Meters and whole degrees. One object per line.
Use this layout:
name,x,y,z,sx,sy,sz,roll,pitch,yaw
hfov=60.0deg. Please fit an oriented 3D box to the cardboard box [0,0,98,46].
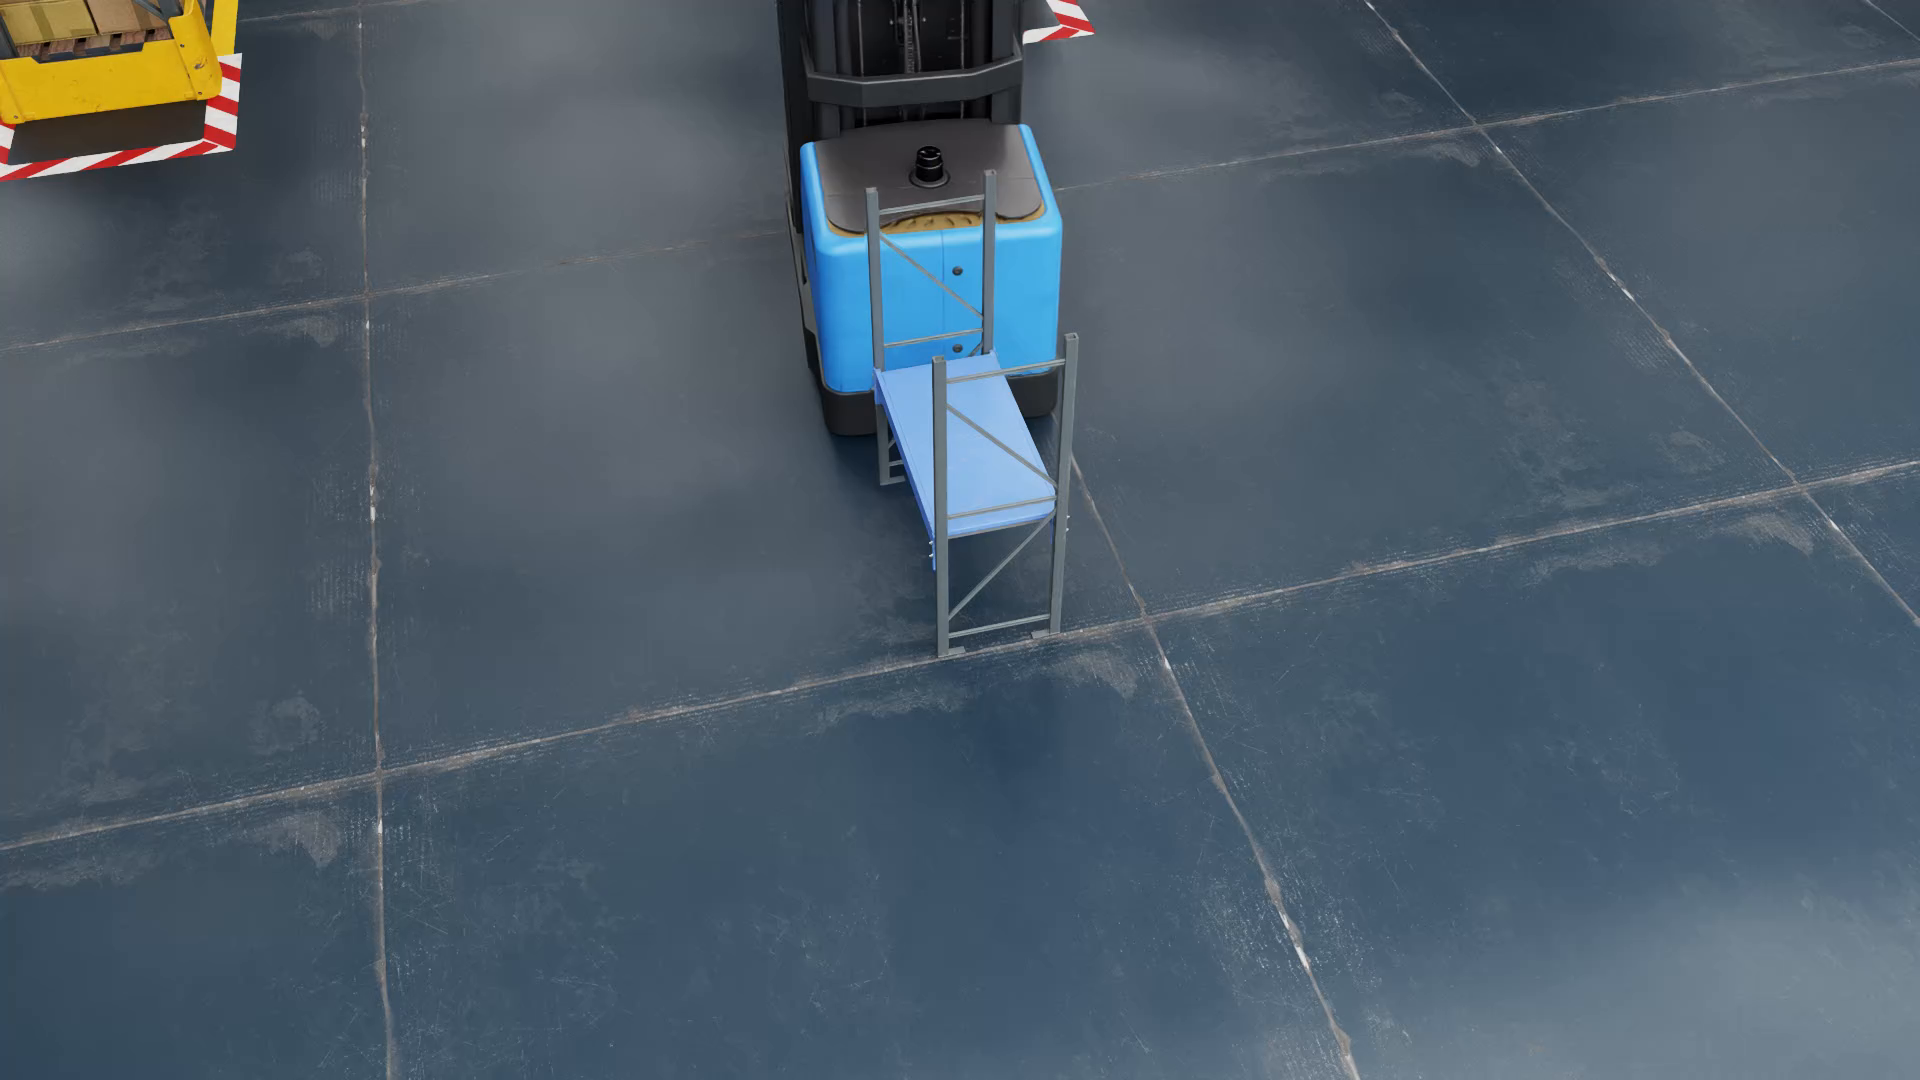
cardboard box,-5.253,-3.101,9.571,0.500,0.250,0.500,-11,47,-10

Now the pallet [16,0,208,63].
pallet,-5.066,-3.145,9.935,1.003,0.211,1.213,-11,47,-10

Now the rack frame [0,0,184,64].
rack frame,-4.830,-3.600,8.429,1.000,3.000,0.127,-11,47,-10

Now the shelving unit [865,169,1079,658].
shelving unit,0.022,-0.466,6.407,0.538,1.500,1.048,-11,47,-10

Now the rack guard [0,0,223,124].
rack guard,-4.824,-2.709,9.305,1.175,0.500,0.348,-11,47,-10

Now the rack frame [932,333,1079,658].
rack frame,0.152,-0.115,6.063,0.500,1.500,0.032,-11,47,-10

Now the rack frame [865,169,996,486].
rack frame,-0.108,-0.817,6.751,0.500,1.500,0.032,-11,47,-10

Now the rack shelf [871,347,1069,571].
rack shelf,0.022,-0.340,6.536,0.538,0.185,1.000,-11,47,-10

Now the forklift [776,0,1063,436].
forklift,-0.299,-2.551,7.448,1.130,2.935,3.031,-6,46,-6

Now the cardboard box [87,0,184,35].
cardboard box,-4.752,-3.196,9.664,0.500,0.250,0.500,-11,47,-10
